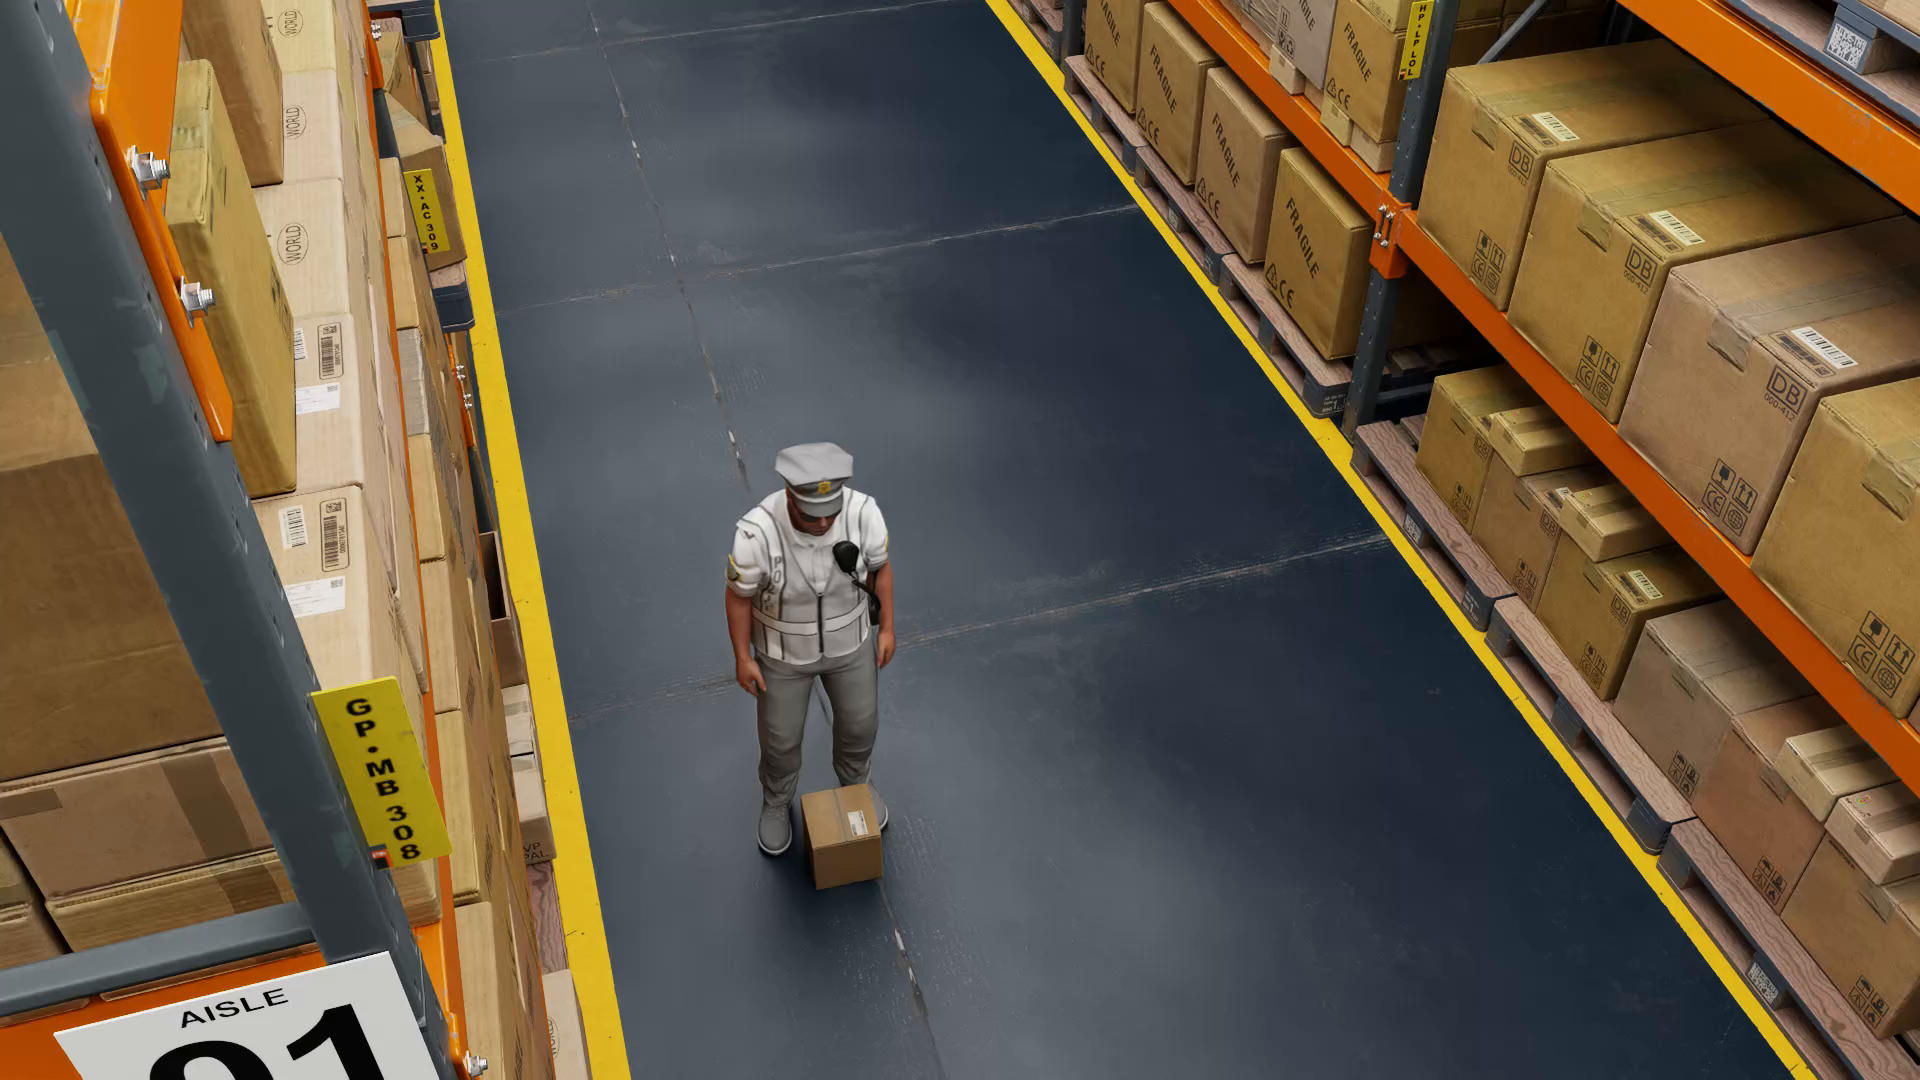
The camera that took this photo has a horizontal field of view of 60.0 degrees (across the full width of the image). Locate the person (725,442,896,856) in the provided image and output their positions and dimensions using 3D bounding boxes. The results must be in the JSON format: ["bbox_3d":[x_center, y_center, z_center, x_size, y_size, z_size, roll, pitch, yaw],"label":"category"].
[{"bbox_3d":[-0.507,0.344,5.772,0.590,1.746,0.436,-11,43,-12],"label":"person"}]
